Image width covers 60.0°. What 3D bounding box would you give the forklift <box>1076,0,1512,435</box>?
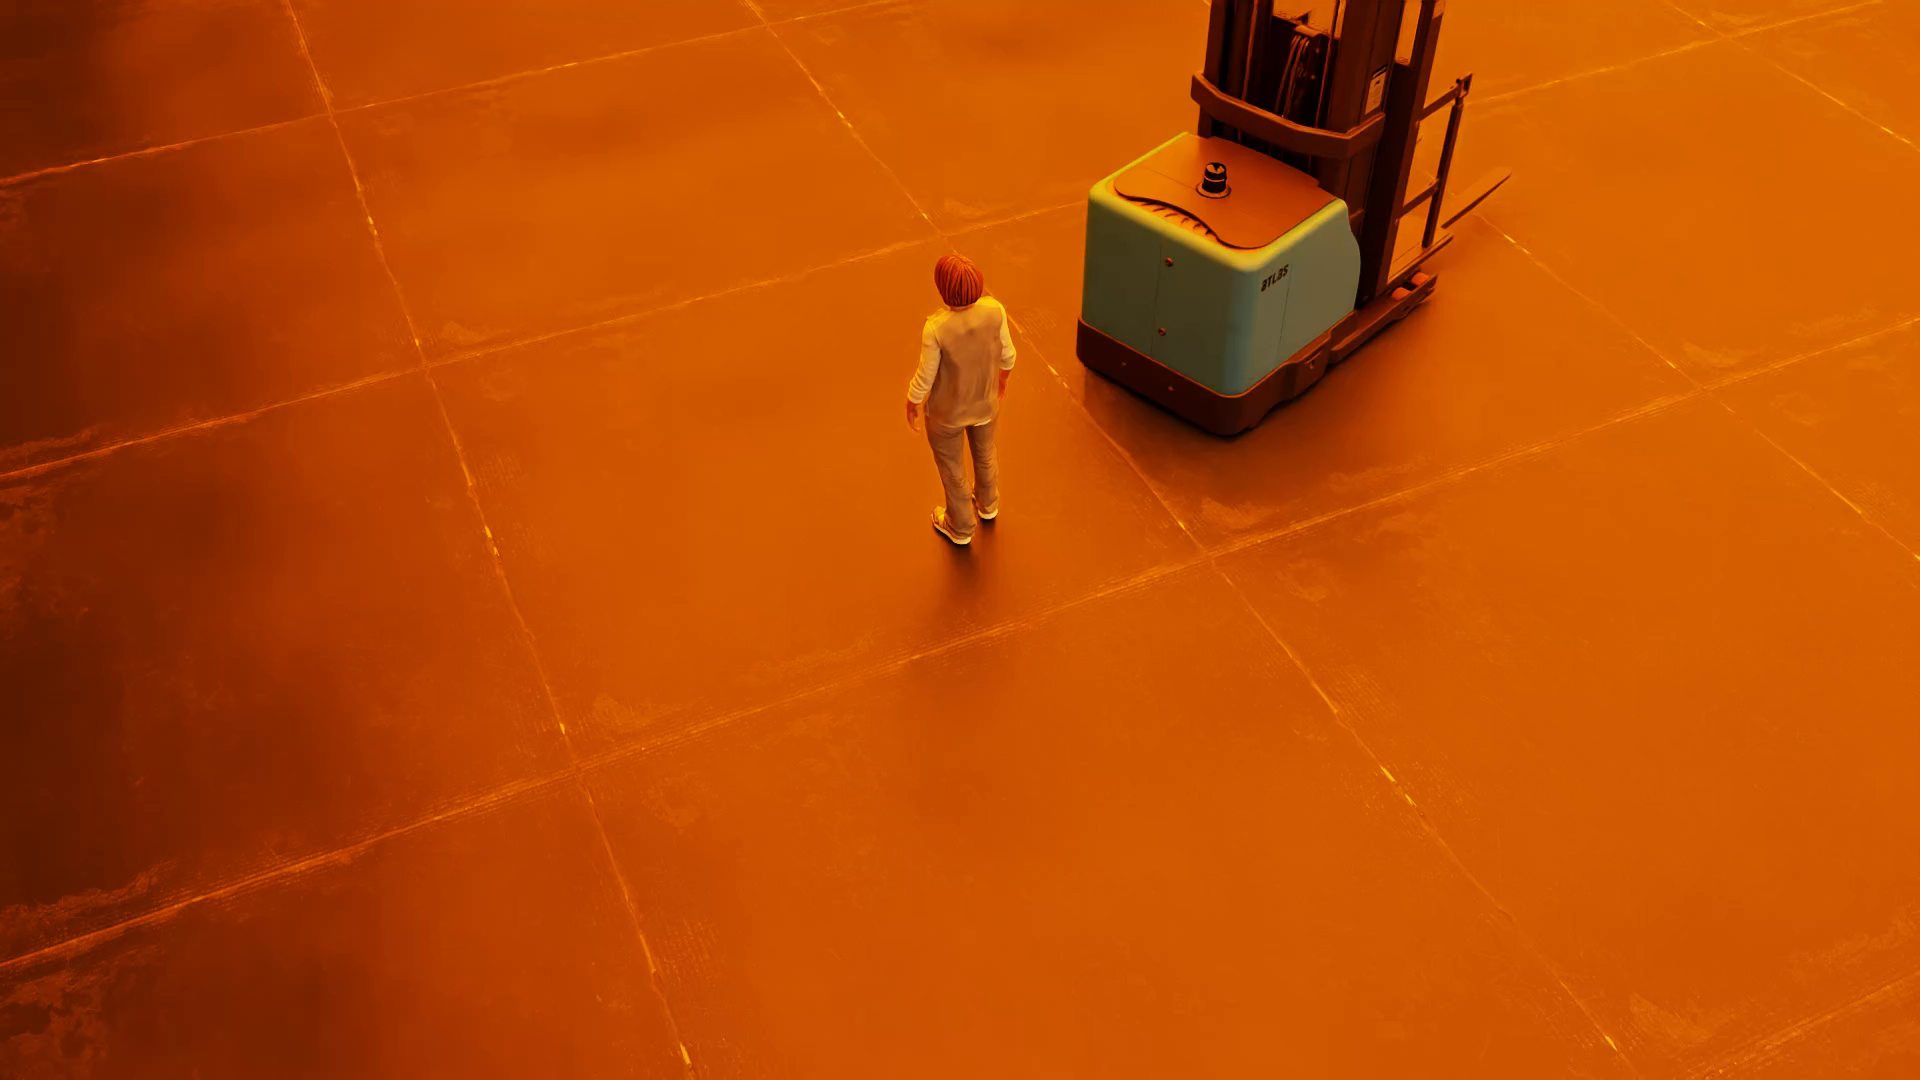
[{"bbox_3d":[1.989,-2.506,8.365,1.130,2.935,3.031,33,52,30],"label":"forklift"}]

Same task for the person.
[{"bbox_3d":[-0.018,-0.640,7.332,0.520,1.599,0.473,-18,46,-18],"label":"person"}]
